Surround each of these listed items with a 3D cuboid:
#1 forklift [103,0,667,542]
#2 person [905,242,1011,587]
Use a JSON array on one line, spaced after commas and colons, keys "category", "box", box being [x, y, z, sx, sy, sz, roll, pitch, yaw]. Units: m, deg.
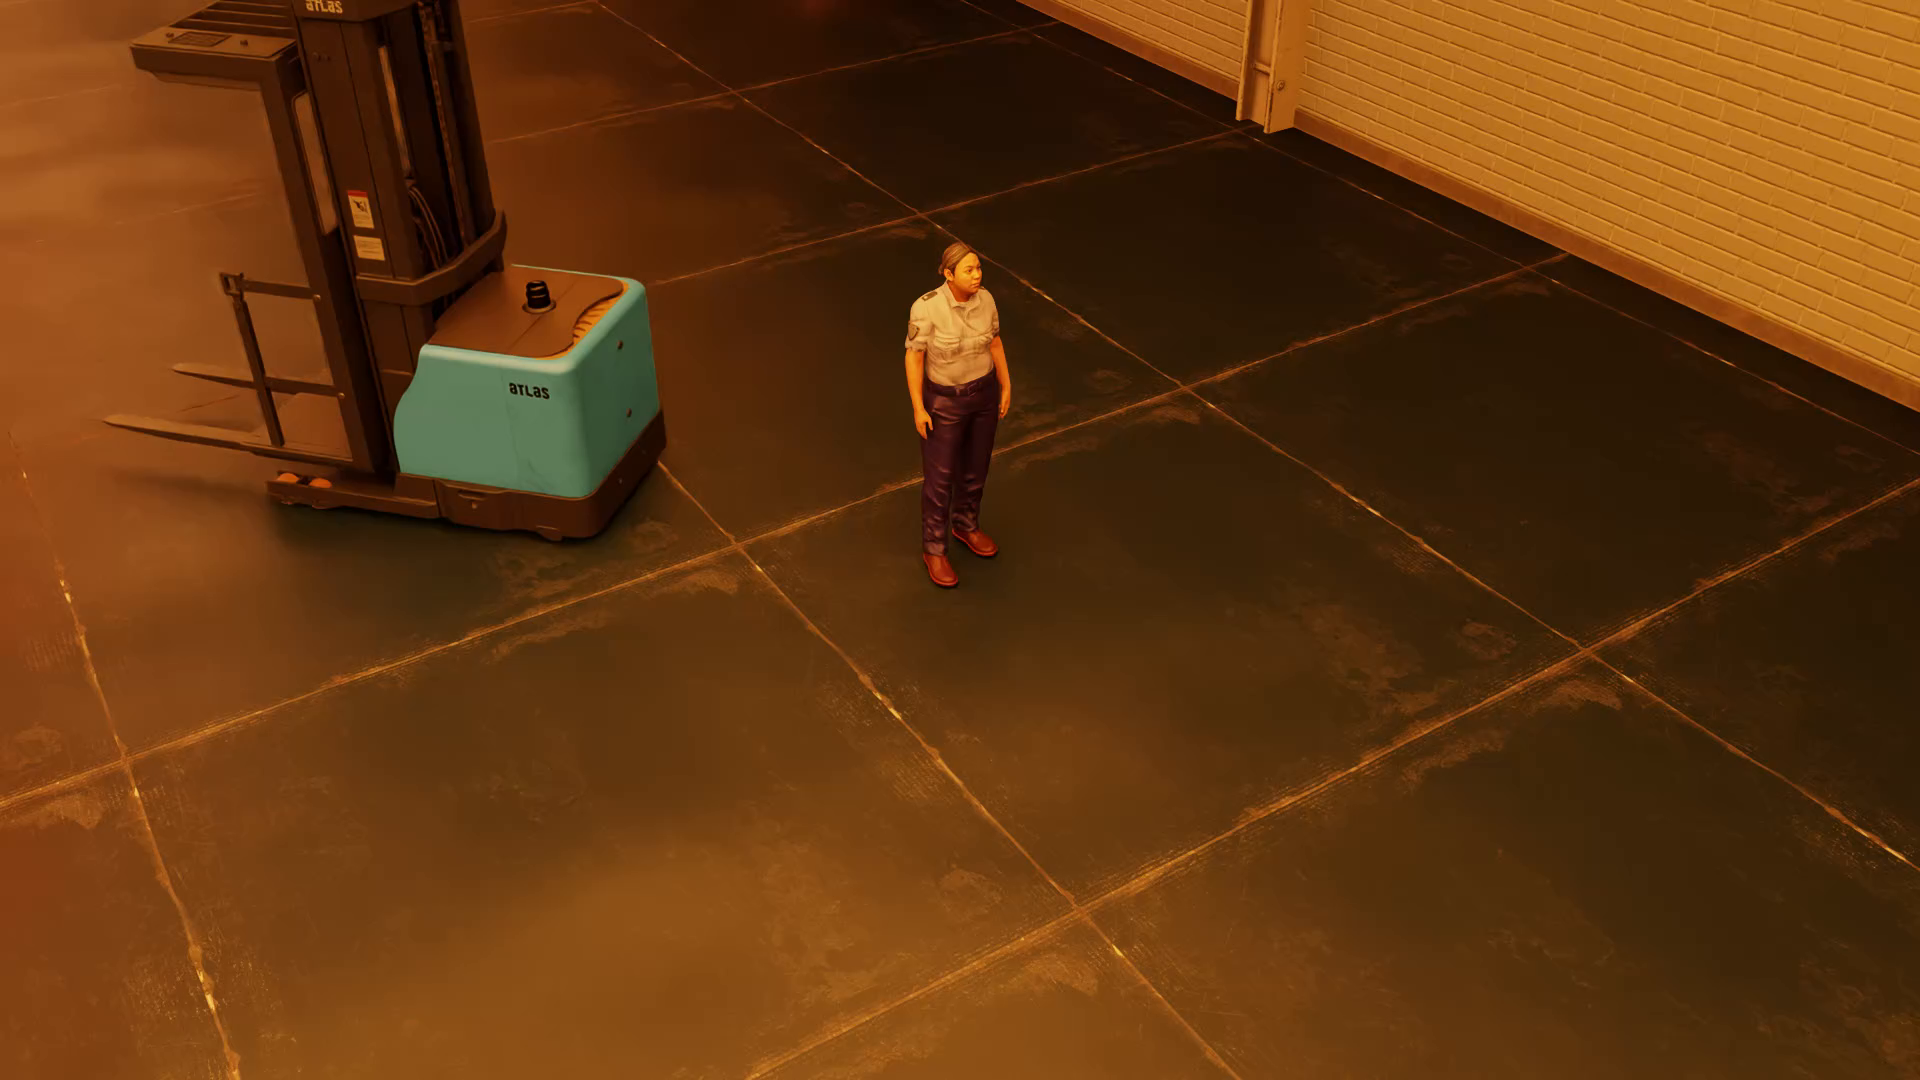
[{"category": "forklift", "box": [-3.221, -1.647, 8.491, 3.031, 2.935, 1.130, 8, 36, 12]}, {"category": "person", "box": [0.030, -0.626, 8.150, 0.598, 1.640, 0.503, -21, 40, -27]}]
